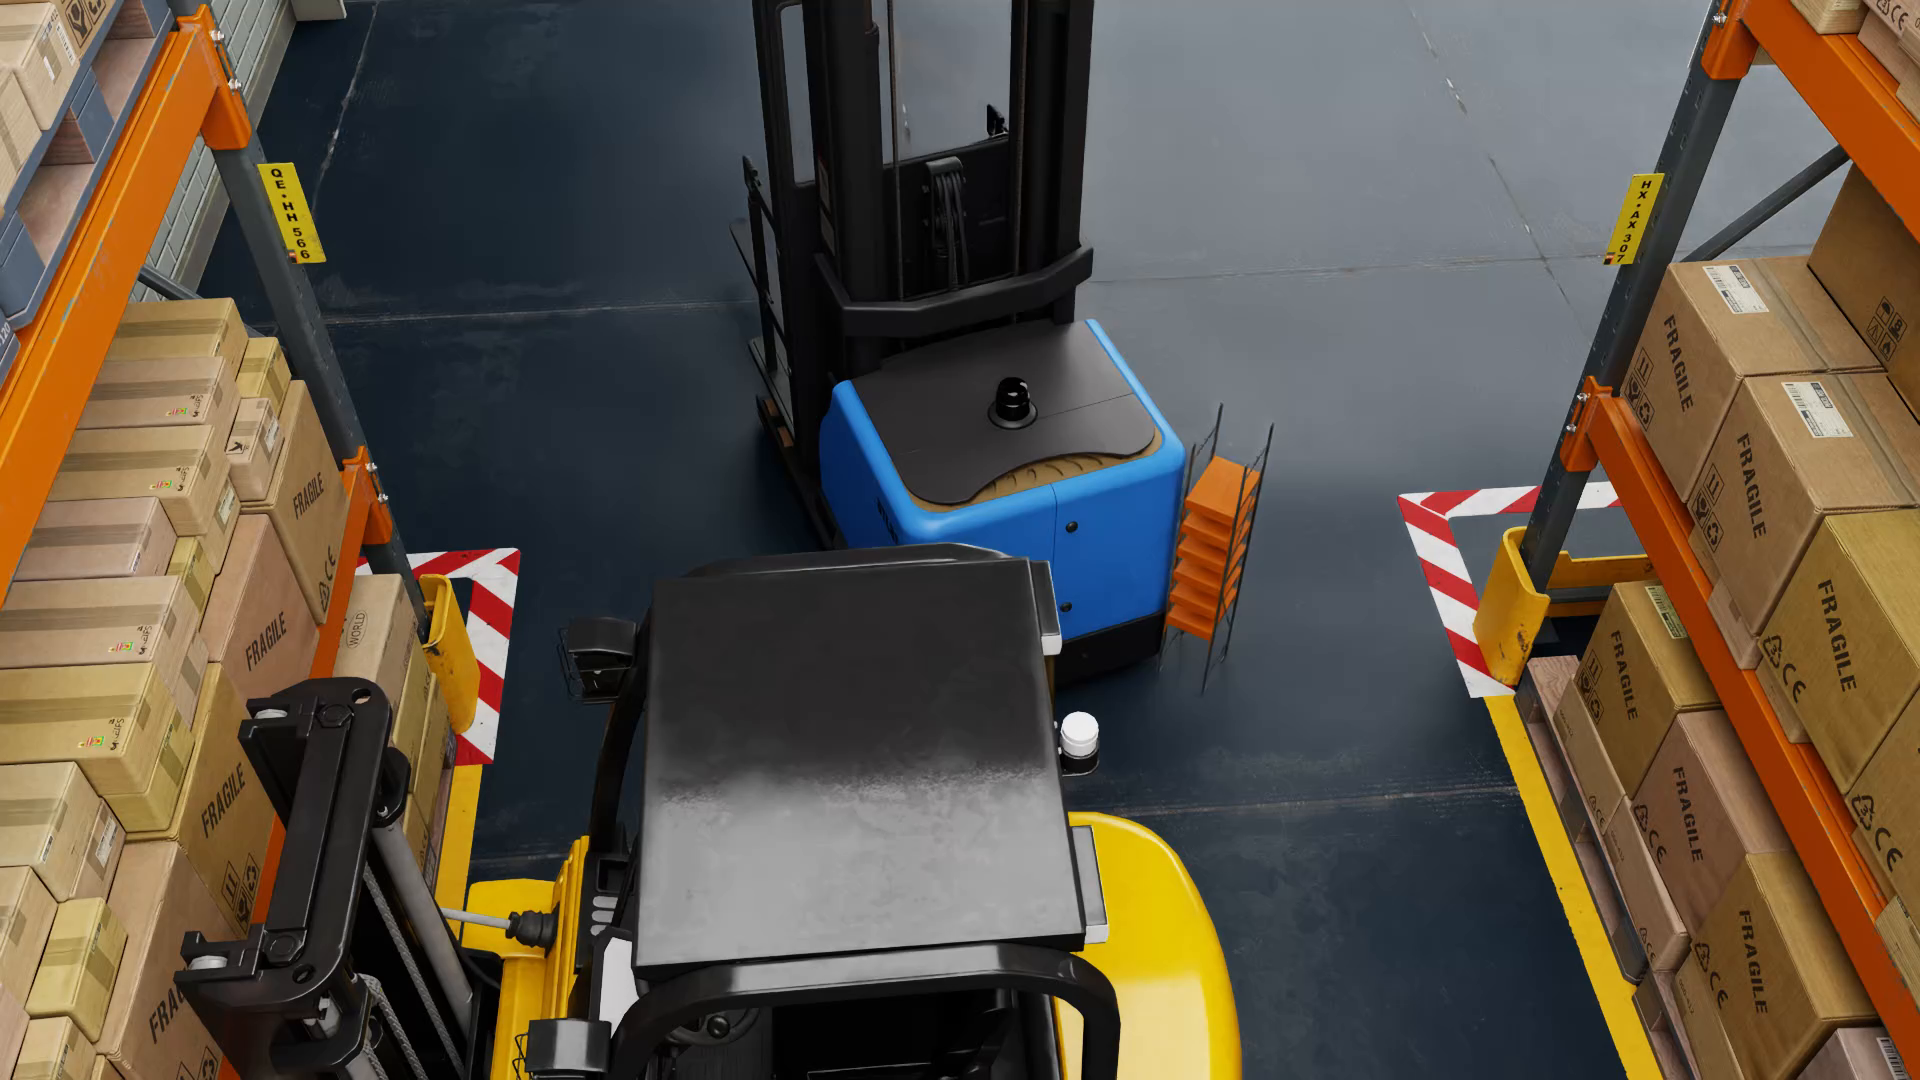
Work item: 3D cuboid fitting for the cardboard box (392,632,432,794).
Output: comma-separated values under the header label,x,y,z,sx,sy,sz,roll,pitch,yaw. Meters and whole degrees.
label,x,y,z,sx,sy,sz,roll,pitch,yaw
cardboard box,-2.027,0.570,5.404,0.500,0.250,0.500,-4,47,-4

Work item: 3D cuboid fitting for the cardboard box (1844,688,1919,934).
label,x,y,z,sx,sy,sz,roll,pitch,yaw
cardboard box,2.471,0.637,3.807,0.500,0.500,0.500,-4,47,-4

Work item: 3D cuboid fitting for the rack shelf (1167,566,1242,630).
label,x,y,z,sx,sy,sz,roll,pitch,yaw
rack shelf,0.883,0.176,5.981,0.180,0.103,0.258,23,51,19

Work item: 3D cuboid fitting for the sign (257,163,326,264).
label,x,y,z,sx,sy,sz,roll,pitch,yaw
sign,-1.838,-0.895,4.571,0.100,0.325,0.005,-3,47,-3

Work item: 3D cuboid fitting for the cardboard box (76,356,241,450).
label,x,y,z,sx,sy,sz,roll,pitch,yaw
cardboard box,-2.088,-0.329,4.275,0.380,0.149,0.250,-3,47,-3

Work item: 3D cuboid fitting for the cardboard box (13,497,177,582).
label,x,y,z,sx,sy,sz,roll,pitch,yaw
cardboard box,-2.092,0.043,3.923,0.380,0.149,0.250,-3,47,-3

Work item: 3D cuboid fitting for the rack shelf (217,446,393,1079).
label,x,y,z,sx,sy,sz,roll,pitch,yaw
rack shelf,-2.212,1.302,3.946,1.077,0.370,4.000,-3,47,-3

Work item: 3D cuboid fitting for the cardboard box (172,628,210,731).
label,x,y,z,sx,sy,sz,roll,pitch,yaw
cardboard box,-1.981,0.329,3.857,0.380,0.149,0.250,-5,47,-5

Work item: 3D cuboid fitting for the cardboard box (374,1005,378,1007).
label,x,y,z,sx,sy,sz,roll,pitch,yaw
cardboard box,-1.932,1.306,4.707,0.500,0.250,0.500,-4,47,-4

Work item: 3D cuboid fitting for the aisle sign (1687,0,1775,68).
label,x,y,z,sx,sy,sz,roll,pitch,yaw
aisle sign,2.252,-1.616,4.424,0.394,0.787,0.004,-3,47,-3

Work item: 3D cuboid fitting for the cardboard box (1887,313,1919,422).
label,x,y,z,sx,sy,sz,roll,pitch,yaw
cardboard box,2.862,-0.454,4.152,0.700,0.500,0.500,-3,47,-3

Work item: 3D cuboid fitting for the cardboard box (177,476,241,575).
label,x,y,z,sx,sy,sz,roll,pitch,yaw
cardboard box,-2.059,-0.041,4.207,0.380,0.149,0.250,-3,47,-3

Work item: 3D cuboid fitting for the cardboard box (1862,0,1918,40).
label,x,y,z,sx,sy,sz,roll,pitch,yaw
cardboard box,2.343,-1.399,3.841,0.500,0.250,0.500,-4,47,-4

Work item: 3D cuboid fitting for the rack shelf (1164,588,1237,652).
label,x,y,z,sx,sy,sz,roll,pitch,yaw
rack shelf,0.882,0.258,6.069,0.180,0.103,0.258,23,51,19

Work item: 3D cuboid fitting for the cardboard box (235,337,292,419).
label,x,y,z,sx,sy,sz,roll,pitch,yaw
cardboard box,-2.071,-0.416,4.562,0.380,0.149,0.250,-3,47,-3

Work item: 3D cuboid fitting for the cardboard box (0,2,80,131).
label,x,y,z,sx,sy,sz,roll,pitch,yaw
cardboard box,-2.007,-0.935,3.319,0.380,0.149,0.250,-5,47,-4

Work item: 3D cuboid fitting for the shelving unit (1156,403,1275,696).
label,x,y,z,sx,sy,sz,roll,pitch,yaw
shelving unit,0.885,0.064,5.861,0.189,1.200,0.258,23,51,19

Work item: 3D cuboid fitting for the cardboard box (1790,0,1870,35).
label,x,y,z,sx,sy,sz,roll,pitch,yaw
cardboard box,2.271,-1.382,4.100,0.380,0.149,0.250,-3,47,-3

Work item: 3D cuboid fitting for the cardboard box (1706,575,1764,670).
label,x,y,z,sx,sy,sz,roll,pitch,yaw
cardboard box,2.341,0.213,4.655,0.380,0.149,0.250,-3,47,-3

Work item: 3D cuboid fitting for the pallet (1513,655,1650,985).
label,x,y,z,sx,sy,sz,roll,pitch,yaw
pallet,2.606,0.907,5.745,1.003,0.211,1.213,-3,47,-3

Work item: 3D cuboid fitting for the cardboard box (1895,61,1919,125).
label,x,y,z,sx,sy,sz,roll,pitch,yaw
cardboard box,2.370,-1.004,3.742,0.380,0.149,0.250,-2,47,-2

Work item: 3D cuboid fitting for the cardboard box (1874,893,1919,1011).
label,x,y,z,sx,sy,sz,roll,pitch,yaw
cardboard box,2.433,0.964,3.944,0.380,0.149,0.250,-3,47,-3

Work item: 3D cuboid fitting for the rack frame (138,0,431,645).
label,x,y,z,sx,sy,sz,roll,pitch,yaw
rack frame,-2.379,-0.392,5.055,1.000,3.000,0.127,-3,47,-3

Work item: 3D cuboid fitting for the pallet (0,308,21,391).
label,x,y,z,sx,sy,sz,roll,pitch,yaw
pallet,-2.241,0.005,2.675,1.003,0.211,1.213,-3,47,-3

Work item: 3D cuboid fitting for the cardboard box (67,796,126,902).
label,x,y,z,sx,sy,sz,roll,pitch,yaw
cardboard box,-2.008,0.697,3.508,0.380,0.149,0.250,-4,47,-4

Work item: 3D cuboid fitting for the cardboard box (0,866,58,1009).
label,x,y,z,sx,sy,sz,roll,pitch,yaw
cardboard box,-2.001,0.787,3.218,0.380,0.149,0.250,-3,47,-3

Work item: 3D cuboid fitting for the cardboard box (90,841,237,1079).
label,x,y,z,sx,sy,sz,roll,pitch,yaw
cardboard box,-1.946,1.023,3.646,0.500,0.500,0.500,-3,47,-3

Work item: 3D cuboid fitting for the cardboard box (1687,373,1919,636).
label,x,y,z,sx,sy,sz,roll,pitch,yaw
cardboard box,2.376,-0.099,4.504,0.500,0.500,0.500,-2,47,-2

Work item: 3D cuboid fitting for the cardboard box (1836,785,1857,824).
label,x,y,z,sx,sy,sz,roll,pitch,yaw
cardboard box,2.478,0.586,4.302,0.380,0.149,0.250,-2,47,-2

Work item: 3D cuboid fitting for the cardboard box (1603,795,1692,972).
label,x,y,z,sx,sy,sz,roll,pitch,yaw
cardboard box,2.394,1.075,5.271,0.500,0.250,0.500,-2,47,-2

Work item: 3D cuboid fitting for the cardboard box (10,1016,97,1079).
label,x,y,z,sx,sy,sz,roll,pitch,yaw
cardboard box,-1.888,1.070,3.155,0.380,0.149,0.250,-5,47,-5

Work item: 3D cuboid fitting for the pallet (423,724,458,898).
label,x,y,z,sx,sy,sz,roll,pitch,yaw
pallet,-2.274,1.117,5.546,1.003,0.211,1.213,-3,47,-3

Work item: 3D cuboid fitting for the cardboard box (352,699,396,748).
label,x,y,z,sx,sy,sz,roll,pitch,yaw
cardboard box,-1.981,0.748,4.891,0.500,0.250,0.500,-3,47,-3

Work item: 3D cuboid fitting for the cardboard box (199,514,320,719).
label,x,y,z,sx,sy,sz,roll,pitch,yaw
cardboard box,-2.042,0.289,4.341,0.500,0.500,0.500,-2,47,-2

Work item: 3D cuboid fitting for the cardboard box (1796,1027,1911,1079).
label,x,y,z,sx,sy,sz,roll,pitch,yaw
cardboard box,2.496,1.592,4.264,0.500,0.500,0.500,-1,47,-1

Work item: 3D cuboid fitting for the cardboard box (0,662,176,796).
label,x,y,z,sx,sy,sz,roll,pitch,yaw
cardboard box,-1.933,0.412,3.574,0.380,0.149,0.250,-3,47,-3

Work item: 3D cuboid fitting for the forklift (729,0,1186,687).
label,x,y,z,sx,sy,sz,roll,pitch,yaw
forklift,-0.227,-1.433,6.088,1.130,2.935,3.031,-16,49,-14

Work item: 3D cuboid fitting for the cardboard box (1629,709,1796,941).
label,x,y,z,sx,sy,sz,roll,pitch,yaw
cardboard box,2.409,0.842,4.974,0.500,0.500,0.500,-5,47,-5

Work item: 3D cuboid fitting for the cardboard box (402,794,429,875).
label,x,y,z,sx,sy,sz,roll,pitch,yaw
cardboard box,-1.993,1.090,5.256,0.500,0.250,0.500,-3,47,-3

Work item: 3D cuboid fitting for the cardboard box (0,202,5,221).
label,x,y,z,sx,sy,sz,roll,pitch,yaw
cardboard box,-2.113,-0.584,2.744,0.700,0.500,0.500,-3,47,-3

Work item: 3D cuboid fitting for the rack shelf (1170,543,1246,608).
label,x,y,z,sx,sy,sz,roll,pitch,yaw
rack shelf,0.885,0.094,5.894,0.180,0.103,0.258,23,51,19

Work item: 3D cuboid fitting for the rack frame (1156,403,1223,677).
label,x,y,z,sx,sy,sz,roll,pitch,yaw
rack frame,0.806,0.030,5.891,0.006,1.200,0.240,23,51,19

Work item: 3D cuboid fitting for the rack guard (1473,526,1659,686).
label,x,y,z,sx,sy,sz,roll,pitch,yaw
rack guard,2.573,0.218,6.199,1.175,0.500,0.348,-3,47,-3

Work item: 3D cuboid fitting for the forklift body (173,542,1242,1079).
label,x,y,z,sx,sy,sz,roll,pitch,yaw
forklift body,-0.403,1.161,4.169,2.313,2.155,1.214,-3,47,-3

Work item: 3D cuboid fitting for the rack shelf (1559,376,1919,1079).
label,x,y,z,sx,sy,sz,roll,pitch,yaw
rack shelf,2.734,0.998,4.235,1.077,0.370,4.000,-3,47,-3
